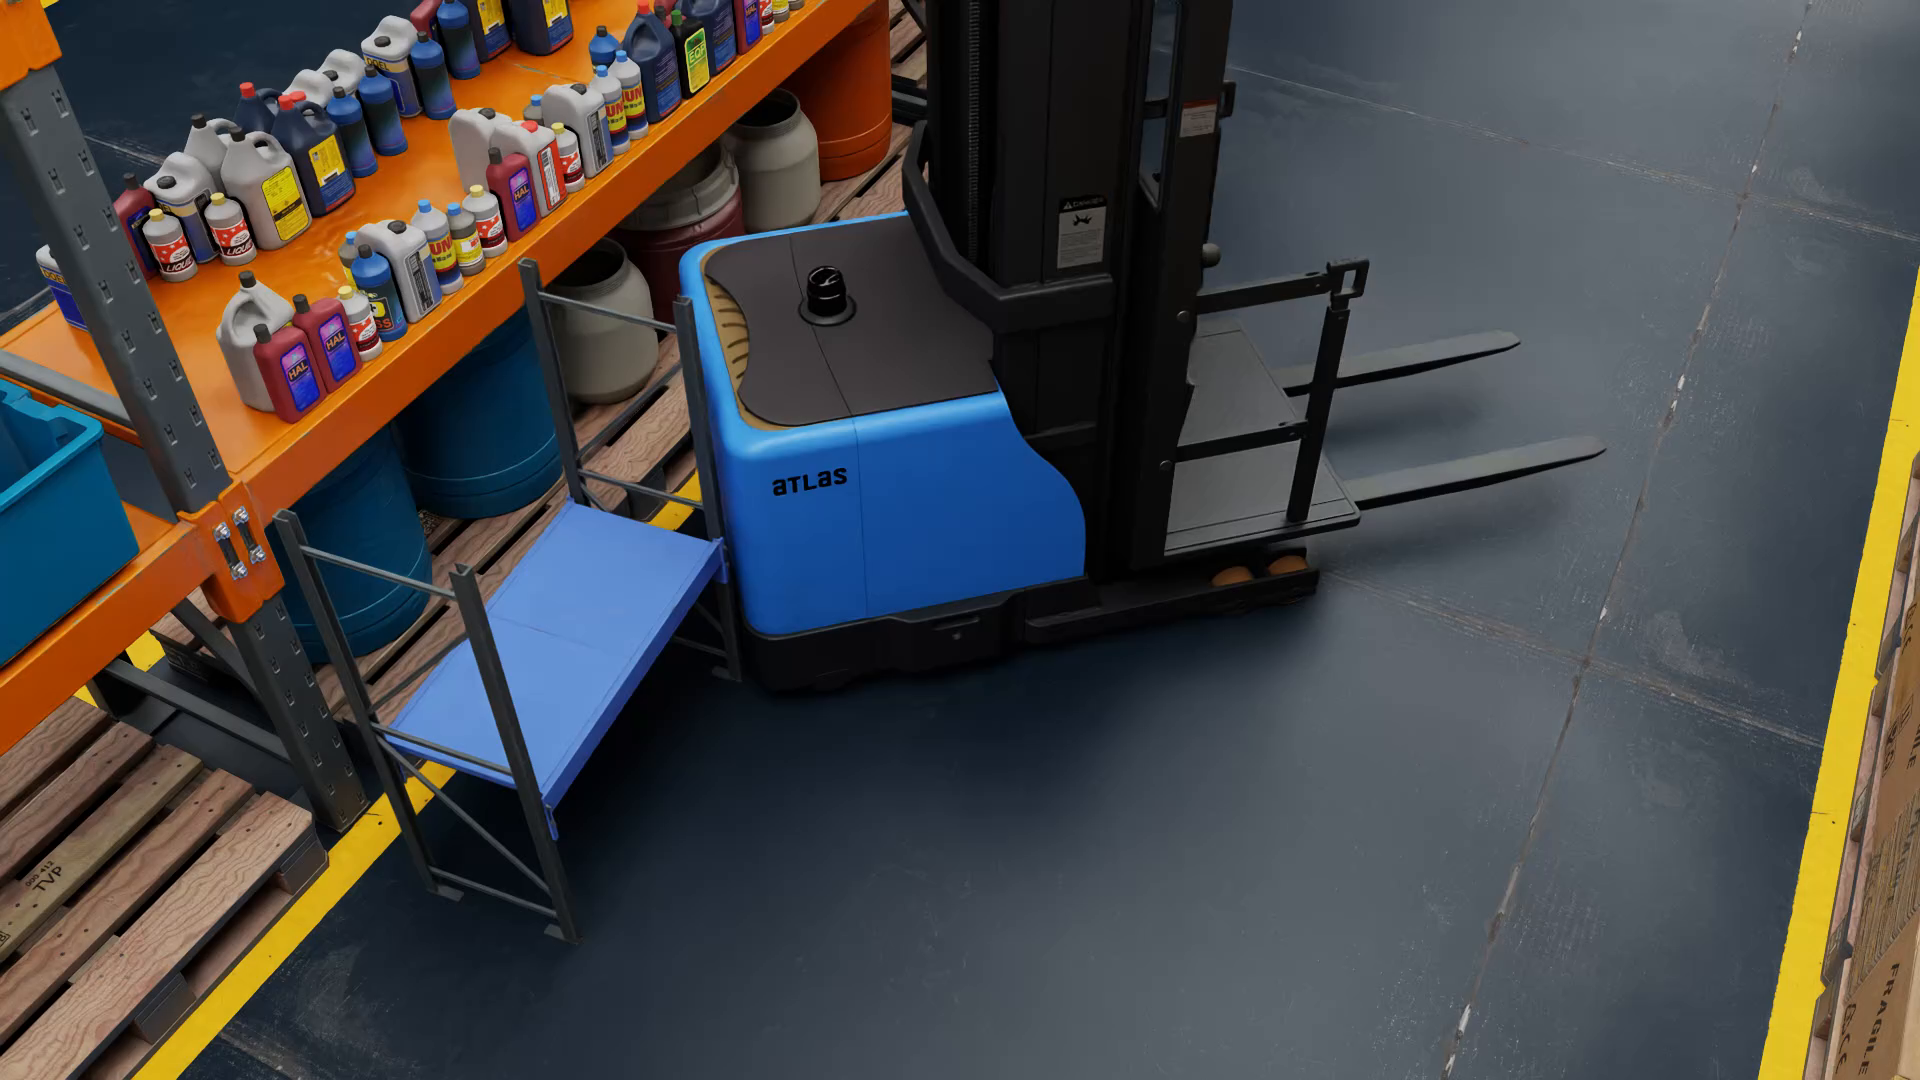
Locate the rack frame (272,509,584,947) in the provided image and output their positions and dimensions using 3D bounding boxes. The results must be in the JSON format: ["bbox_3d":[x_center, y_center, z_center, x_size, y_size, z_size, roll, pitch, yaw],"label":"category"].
[{"bbox_3d":[-1.290,0.530,4.171,0.500,1.500,0.032,15,47,15],"label":"rack frame"}]

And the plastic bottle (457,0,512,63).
[{"bbox_3d":[-1.581,-1.753,5.408,0.144,0.351,0.185,20,49,19],"label":"plastic bottle"}]

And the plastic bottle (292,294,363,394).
[{"bbox_3d":[-1.619,-0.522,4.239,0.061,0.283,0.133,20,49,19],"label":"plastic bottle"}]

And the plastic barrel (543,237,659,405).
[{"bbox_3d":[-1.291,-0.772,5.858,0.421,0.512,0.421,0,45,0],"label":"plastic barrel"}]

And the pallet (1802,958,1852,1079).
[{"bbox_3d":[2.501,1.704,3.918,1.003,0.211,1.213,20,49,19],"label":"pallet"}]

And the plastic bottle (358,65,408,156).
[{"bbox_3d":[-1.747,-1.302,5.018,0.097,0.271,0.097,0,45,0],"label":"plastic bottle"}]

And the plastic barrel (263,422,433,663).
[{"bbox_3d":[-1.961,-0.136,4.956,0.600,0.901,0.708,20,49,19],"label":"plastic barrel"}]

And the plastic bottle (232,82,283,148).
[{"bbox_3d":[-2.006,-1.175,4.837,0.144,0.351,0.185,20,49,19],"label":"plastic bottle"}]

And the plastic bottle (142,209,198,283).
[{"bbox_3d":[-2.187,-0.820,4.592,0.097,0.201,0.097,0,45,0],"label":"plastic bottle"}]

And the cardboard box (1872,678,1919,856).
[{"bbox_3d":[2.836,0.622,4.475,0.500,0.500,0.500,19,48,18],"label":"cardboard box"}]

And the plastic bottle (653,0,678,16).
[{"bbox_3d":[-0.926,-1.684,5.387,0.061,0.283,0.133,20,49,19],"label":"plastic bottle"}]

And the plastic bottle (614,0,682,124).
[{"bbox_3d":[-0.971,-1.489,5.147,0.144,0.351,0.185,20,49,19],"label":"plastic bottle"}]

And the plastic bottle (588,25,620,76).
[{"bbox_3d":[-1.099,-1.474,5.188,0.097,0.271,0.097,0,45,0],"label":"plastic bottle"}]

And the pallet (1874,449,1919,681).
[{"bbox_3d":[3.633,0.167,5.437,1.003,0.211,1.213,20,49,19],"label":"pallet"}]

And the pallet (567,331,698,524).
[{"bbox_3d":[-1.269,-0.653,6.247,1.003,0.211,1.213,20,49,19],"label":"pallet"}]

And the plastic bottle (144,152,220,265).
[{"bbox_3d":[-2.163,-0.931,4.648,0.152,0.276,0.135,20,49,19],"label":"plastic bottle"}]

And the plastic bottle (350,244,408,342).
[{"bbox_3d":[-1.537,-0.658,4.382,0.097,0.271,0.097,0,45,0],"label":"plastic bottle"}]

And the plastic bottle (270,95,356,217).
[{"bbox_3d":[-1.879,-1.128,4.790,0.144,0.351,0.185,20,49,19],"label":"plastic bottle"}]

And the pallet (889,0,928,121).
[{"bbox_3d":[0.022,-2.404,7.978,1.003,0.211,1.213,20,49,19],"label":"pallet"}]

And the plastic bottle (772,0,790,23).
[{"bbox_3d":[-0.630,-1.864,5.623,0.097,0.201,0.097,0,45,0],"label":"plastic bottle"}]

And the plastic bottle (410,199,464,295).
[{"bbox_3d":[-1.429,-0.804,4.526,0.097,0.271,0.097,0,45,0],"label":"plastic bottle"}]

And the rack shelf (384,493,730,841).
[{"bbox_3d":[-1.106,0.320,4.632,0.538,0.185,1.000,15,47,15],"label":"rack shelf"}]

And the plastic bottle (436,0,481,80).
[{"bbox_3d":[-1.613,-1.624,5.336,0.097,0.271,0.097,0,45,0],"label":"plastic bottle"}]

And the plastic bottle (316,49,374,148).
[{"bbox_3d":[-1.866,-1.333,5.046,0.152,0.276,0.135,20,49,19],"label":"plastic bottle"}]

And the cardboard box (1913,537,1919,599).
[{"bbox_3d":[3.311,-0.023,5.112,0.500,0.500,0.500,19,48,18],"label":"cardboard box"}]

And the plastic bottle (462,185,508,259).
[{"bbox_3d":[-1.338,-0.902,4.673,0.097,0.201,0.097,0,45,0],"label":"plastic bottle"}]

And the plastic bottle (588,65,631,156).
[{"bbox_3d":[-1.061,-1.303,5.020,0.097,0.271,0.097,0,45,0],"label":"plastic bottle"}]

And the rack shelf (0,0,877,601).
[{"bbox_3d":[-1.301,-1.396,5.527,1.077,0.370,4.000,20,49,19],"label":"rack shelf"}]

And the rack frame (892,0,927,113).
[{"bbox_3d":[-0.372,-2.909,6.516,1.000,3.000,0.127,20,49,19],"label":"rack frame"}]

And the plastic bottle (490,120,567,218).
[{"bbox_3d":[-1.247,-1.095,4.810,0.152,0.276,0.135,20,49,19],"label":"plastic bottle"}]

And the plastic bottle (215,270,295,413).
[{"bbox_3d":[-1.760,-0.512,4.182,0.144,0.351,0.185,20,49,19],"label":"plastic bottle"}]

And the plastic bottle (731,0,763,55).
[{"bbox_3d":[-0.713,-1.752,5.455,0.061,0.283,0.133,20,49,19],"label":"plastic bottle"}]

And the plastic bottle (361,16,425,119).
[{"bbox_3d":[-1.759,-1.479,5.190,0.152,0.276,0.135,20,49,19],"label":"plastic bottle"}]

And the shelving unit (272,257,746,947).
[{"bbox_3d":[-1.106,0.193,4.504,0.538,1.500,1.048,15,47,15],"label":"shelving unit"}]

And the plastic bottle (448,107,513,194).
[{"bbox_3d":[-1.382,-1.145,4.860,0.152,0.276,0.135,20,49,19],"label":"plastic bottle"}]

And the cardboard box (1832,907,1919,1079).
[{"bbox_3d":[2.369,1.258,3.845,0.500,0.500,0.500,21,49,19],"label":"cardboard box"}]

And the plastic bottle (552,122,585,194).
[{"bbox_3d":[-1.169,-1.133,4.900,0.097,0.201,0.097,0,45,0],"label":"plastic bottle"}]

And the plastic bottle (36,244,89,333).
[{"bbox_3d":[-2.332,-0.701,4.421,0.152,0.276,0.135,20,49,19],"label":"plastic bottle"}]

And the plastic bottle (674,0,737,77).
[{"bbox_3d":[-0.824,-1.690,5.346,0.144,0.351,0.185,20,49,19],"label":"plastic bottle"}]

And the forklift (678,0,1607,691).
[{"bbox_3d":[0.690,-1.136,4.812,3.031,2.935,1.130,-11,46,-11],"label":"forklift"}]

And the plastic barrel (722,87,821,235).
[{"bbox_3d":[-0.767,-1.483,6.561,0.421,0.512,0.421,0,45,0],"label":"plastic barrel"}]

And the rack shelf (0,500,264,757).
[{"bbox_3d":[-3.158,1.124,3.036,1.077,0.370,4.000,20,49,19],"label":"rack shelf"}]
